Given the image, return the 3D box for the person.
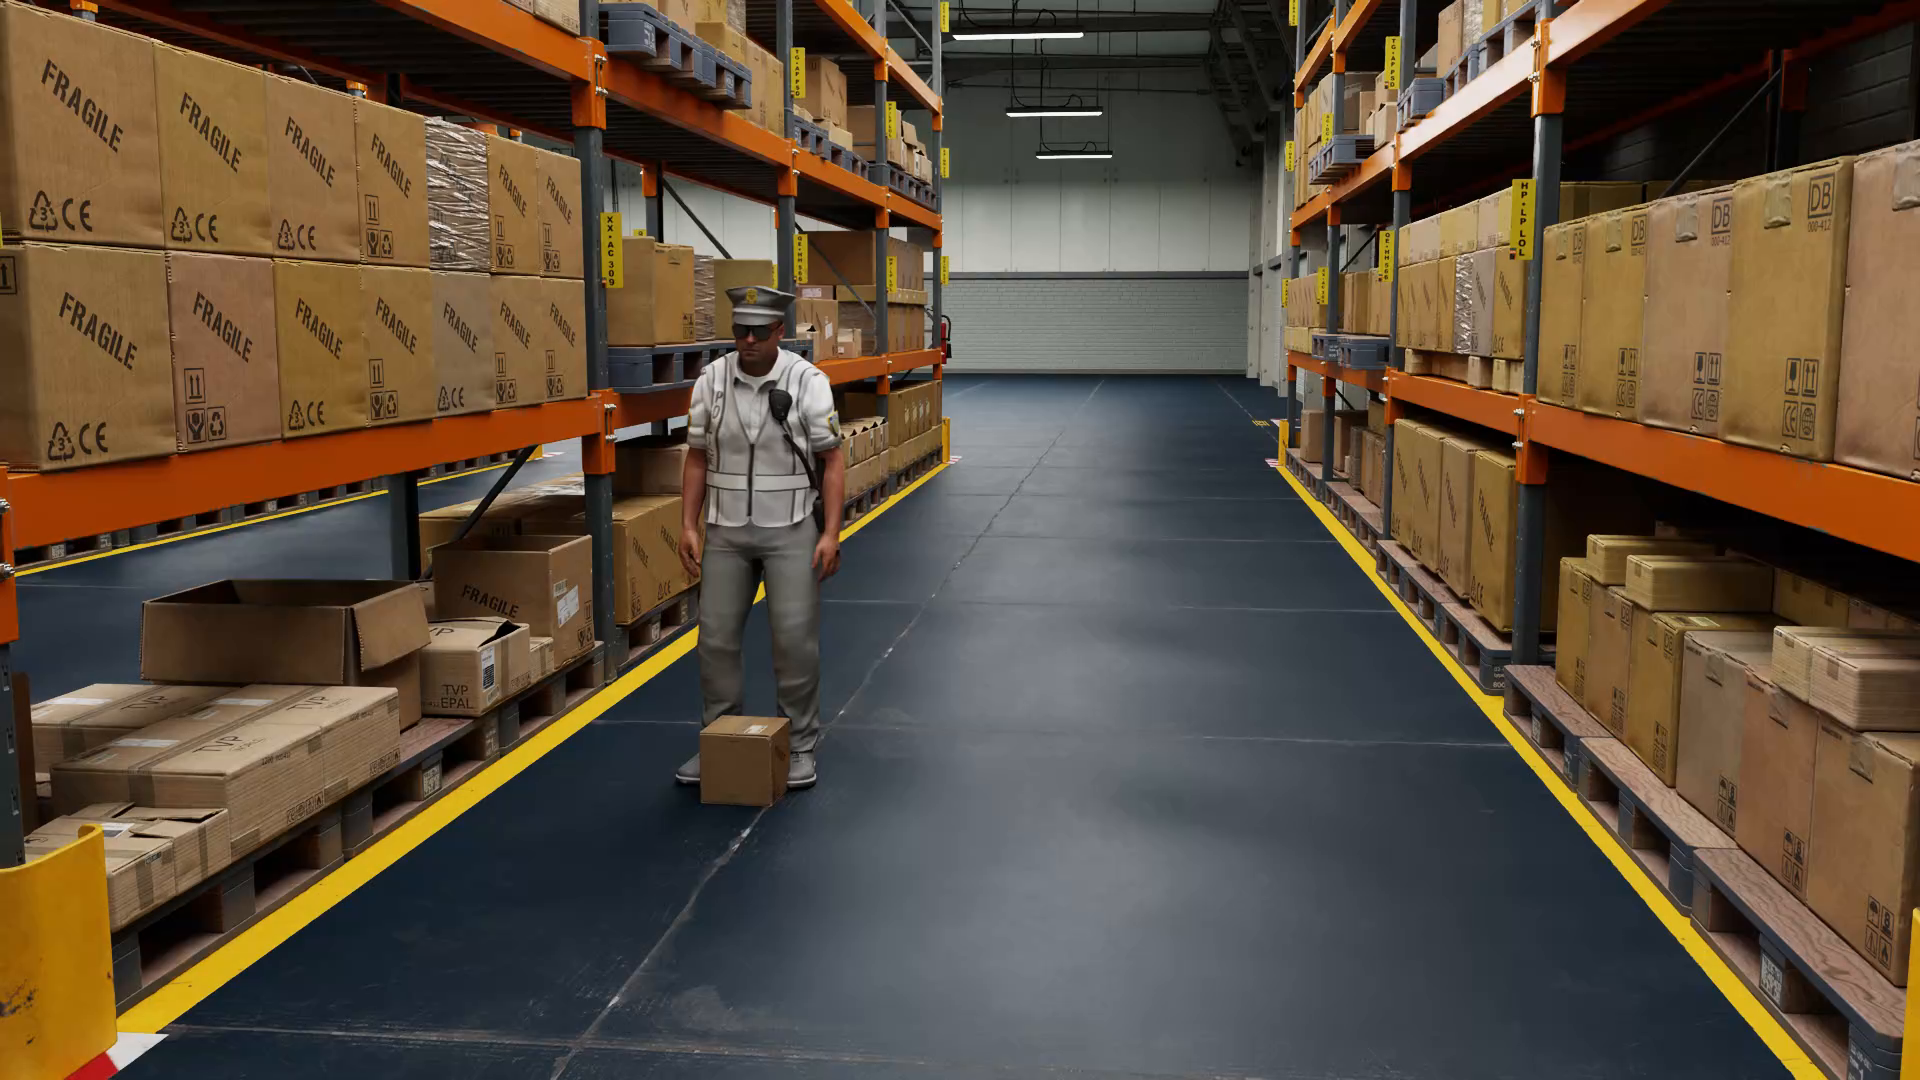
[{"bbox_3d":[-0.700,-0.019,5.904,0.590,1.748,0.435,1,8,9],"label":"person"}]
